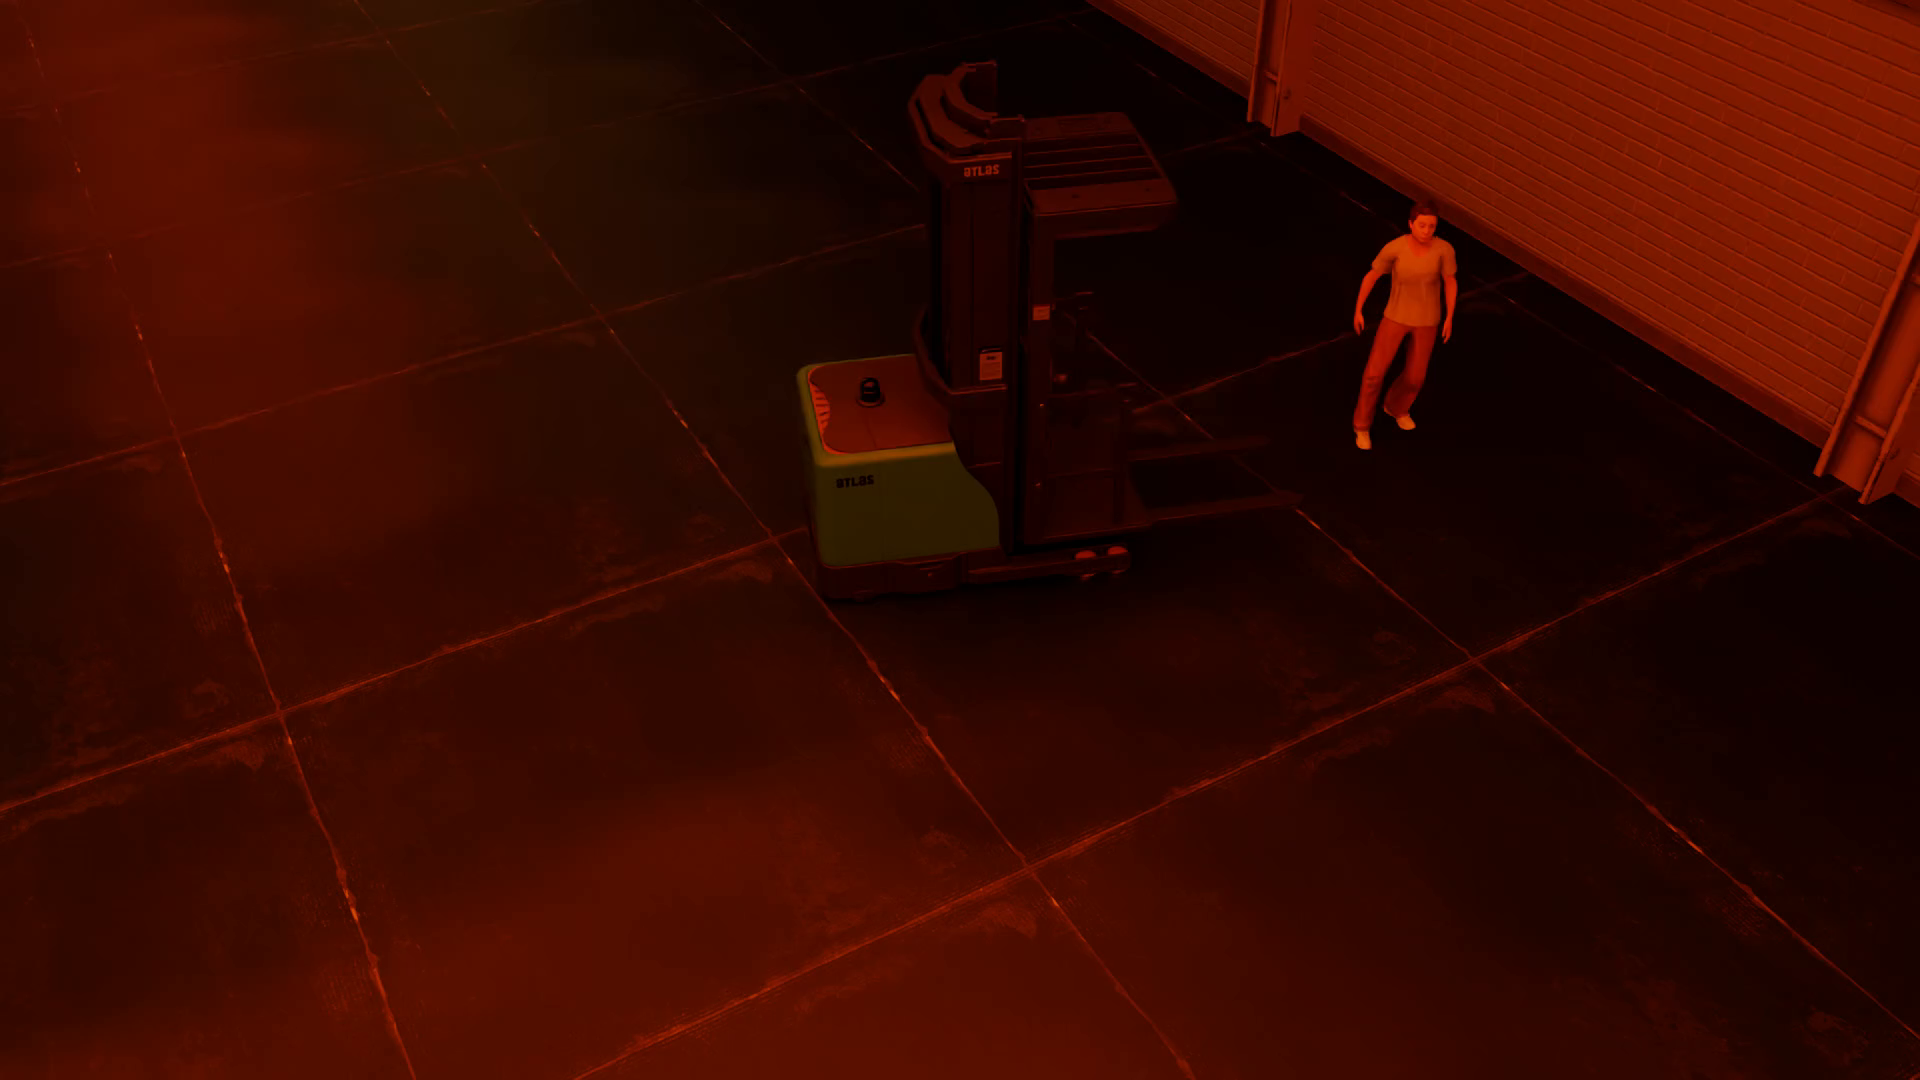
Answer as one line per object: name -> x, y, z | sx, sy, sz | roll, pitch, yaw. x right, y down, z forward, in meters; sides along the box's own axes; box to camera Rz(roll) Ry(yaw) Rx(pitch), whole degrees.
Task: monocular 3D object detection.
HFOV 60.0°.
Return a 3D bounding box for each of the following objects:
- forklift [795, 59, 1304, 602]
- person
forklift -> 0.577, -1.227, 9.515 | 3.031, 2.935, 1.130 | -7, 40, -9
person -> 2.856, -1.379, 10.724 | 0.622, 1.635, 0.622 | 7, 40, 8
